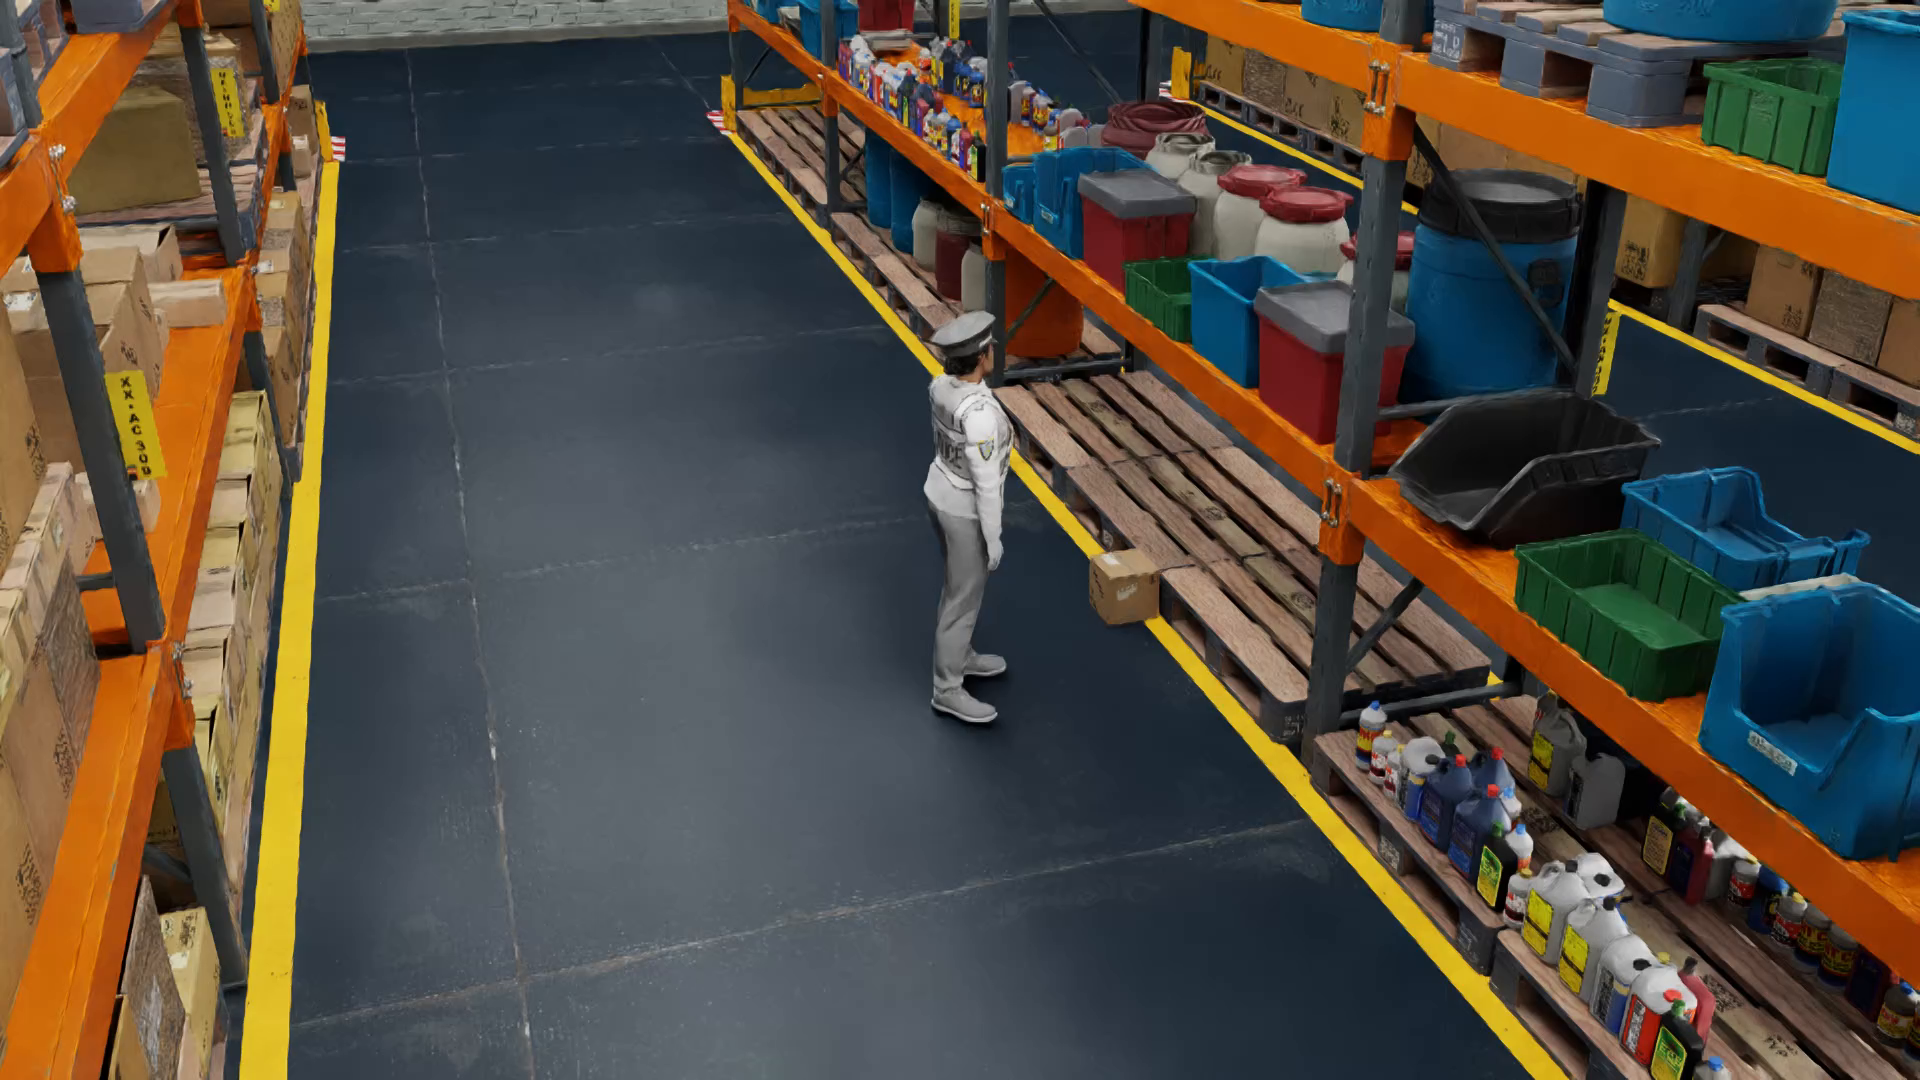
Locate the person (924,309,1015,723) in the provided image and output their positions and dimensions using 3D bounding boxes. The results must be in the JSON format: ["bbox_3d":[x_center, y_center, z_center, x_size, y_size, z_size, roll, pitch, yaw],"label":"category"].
[{"bbox_3d":[0.035,-0.118,6.795,0.423,1.683,0.602,-10,28,-19],"label":"person"}]
